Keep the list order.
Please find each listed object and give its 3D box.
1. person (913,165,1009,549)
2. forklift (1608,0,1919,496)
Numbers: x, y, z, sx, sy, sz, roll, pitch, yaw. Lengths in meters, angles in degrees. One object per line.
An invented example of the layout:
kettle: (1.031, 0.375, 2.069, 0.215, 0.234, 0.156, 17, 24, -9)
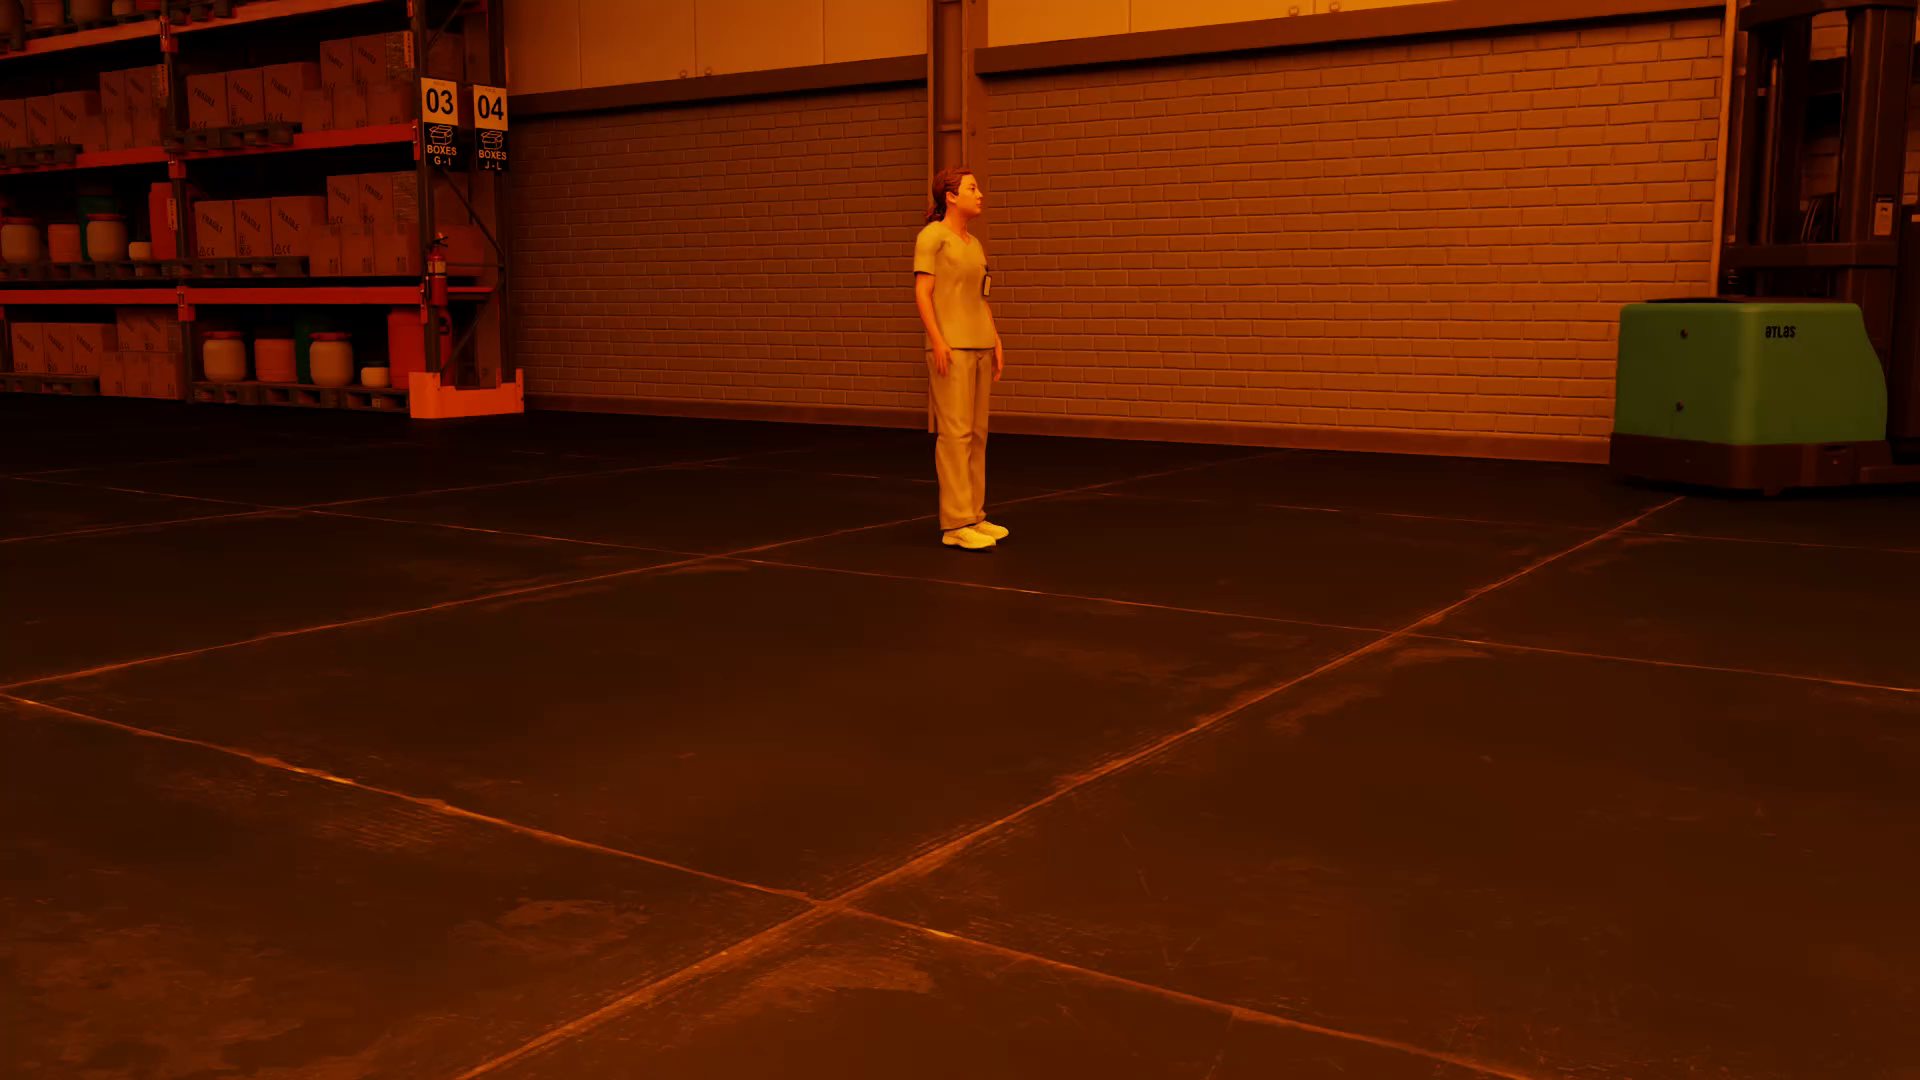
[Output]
person: (0.054, -0.829, 7.432, 0.548, 1.672, 0.549, 5, 10, 34)
forklift: (5.434, -1.794, 9.809, 3.031, 2.935, 1.130, -3, 9, -21)
